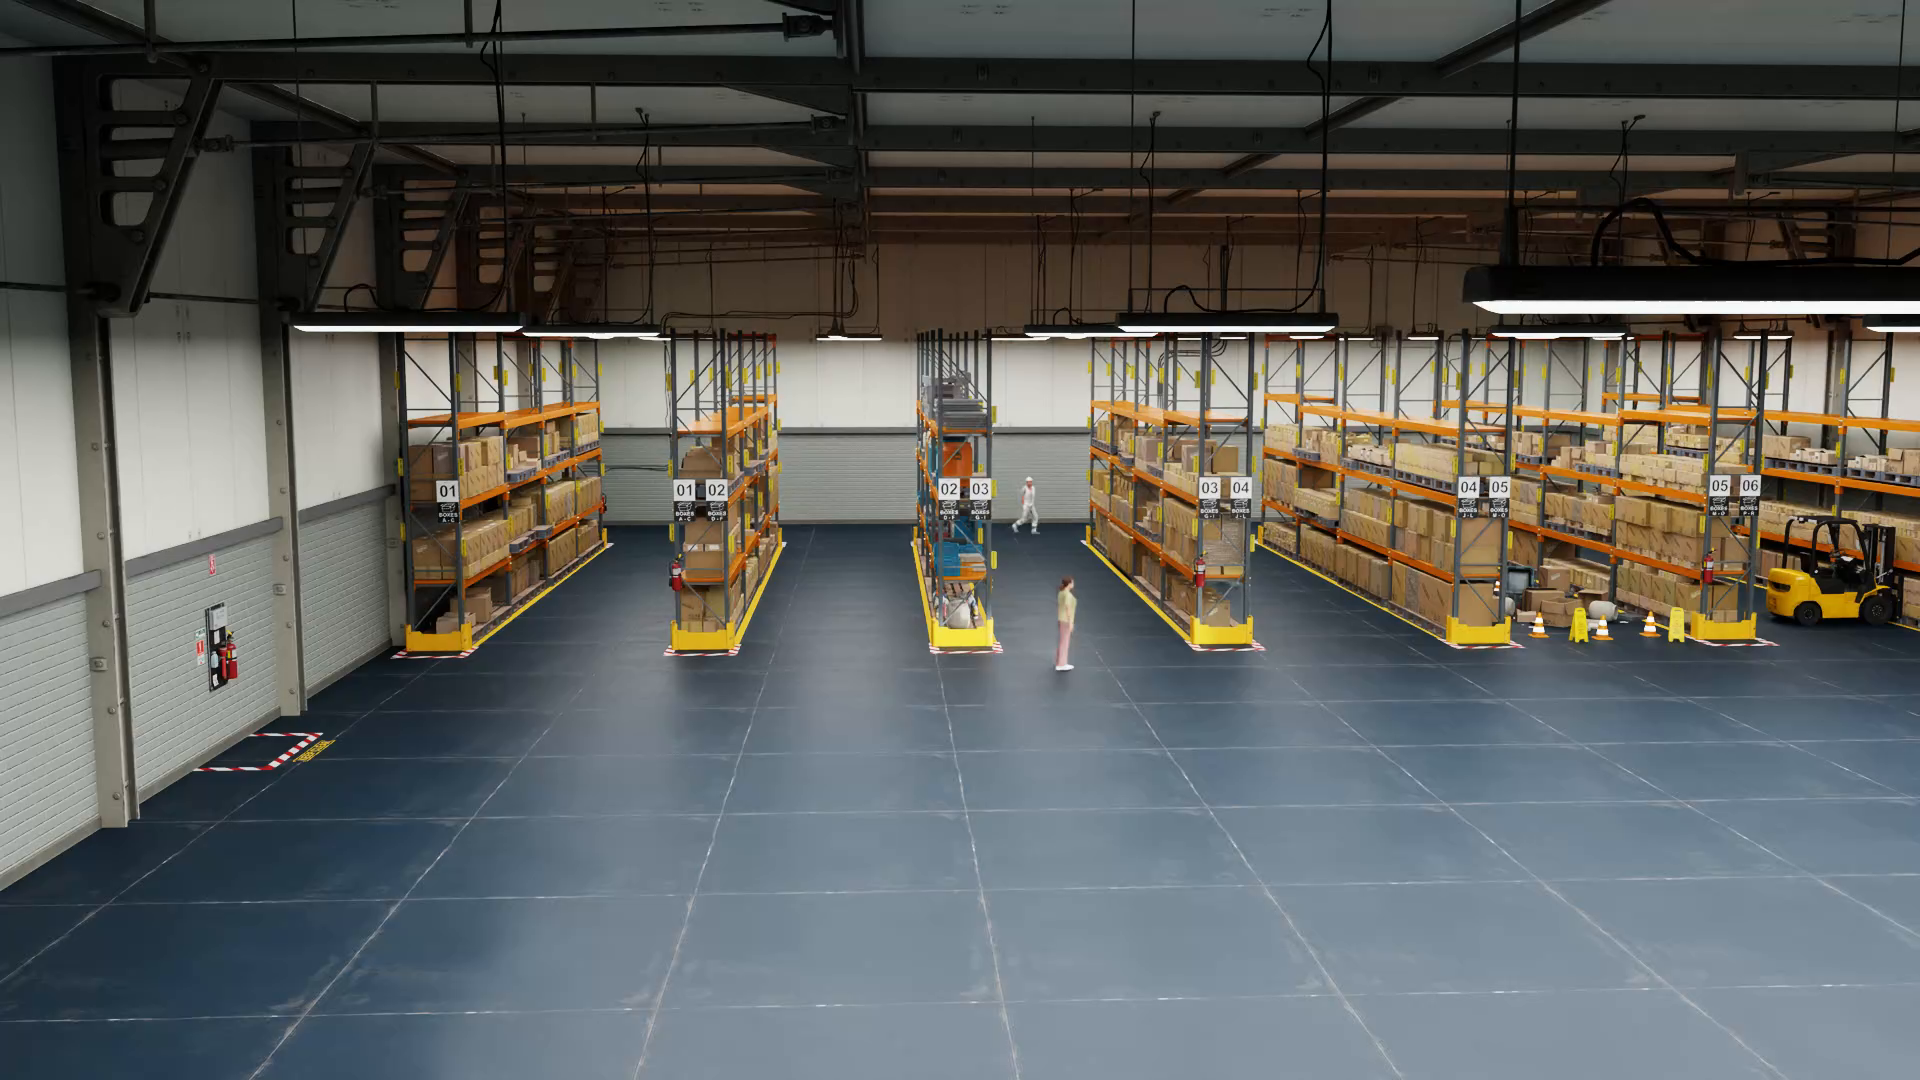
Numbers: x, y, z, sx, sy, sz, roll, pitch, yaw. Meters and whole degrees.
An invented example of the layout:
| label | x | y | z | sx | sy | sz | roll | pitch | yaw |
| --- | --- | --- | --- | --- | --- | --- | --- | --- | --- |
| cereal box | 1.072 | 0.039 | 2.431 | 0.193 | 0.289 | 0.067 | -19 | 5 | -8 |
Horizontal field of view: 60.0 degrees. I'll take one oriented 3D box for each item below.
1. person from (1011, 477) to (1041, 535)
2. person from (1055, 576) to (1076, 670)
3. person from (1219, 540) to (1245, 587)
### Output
| label | x | y | z | sx | sy | sz | roll | pitch | yaw |
| --- | --- | --- | --- | --- | --- | --- | --- | --- | --- |
| person | 1.998 | -1.026 | 49.874 | 0.902 | 1.742 | 0.601 | 3 | 7 | 24 |
| person | 1.881 | 1.477 | 29.251 | 0.407 | 1.711 | 0.531 | -2 | 7 | -16 |
| person | 6.431 | 0.230 | 39.401 | 0.722 | 1.727 | 1.027 | -1 | 7 | -5 |
